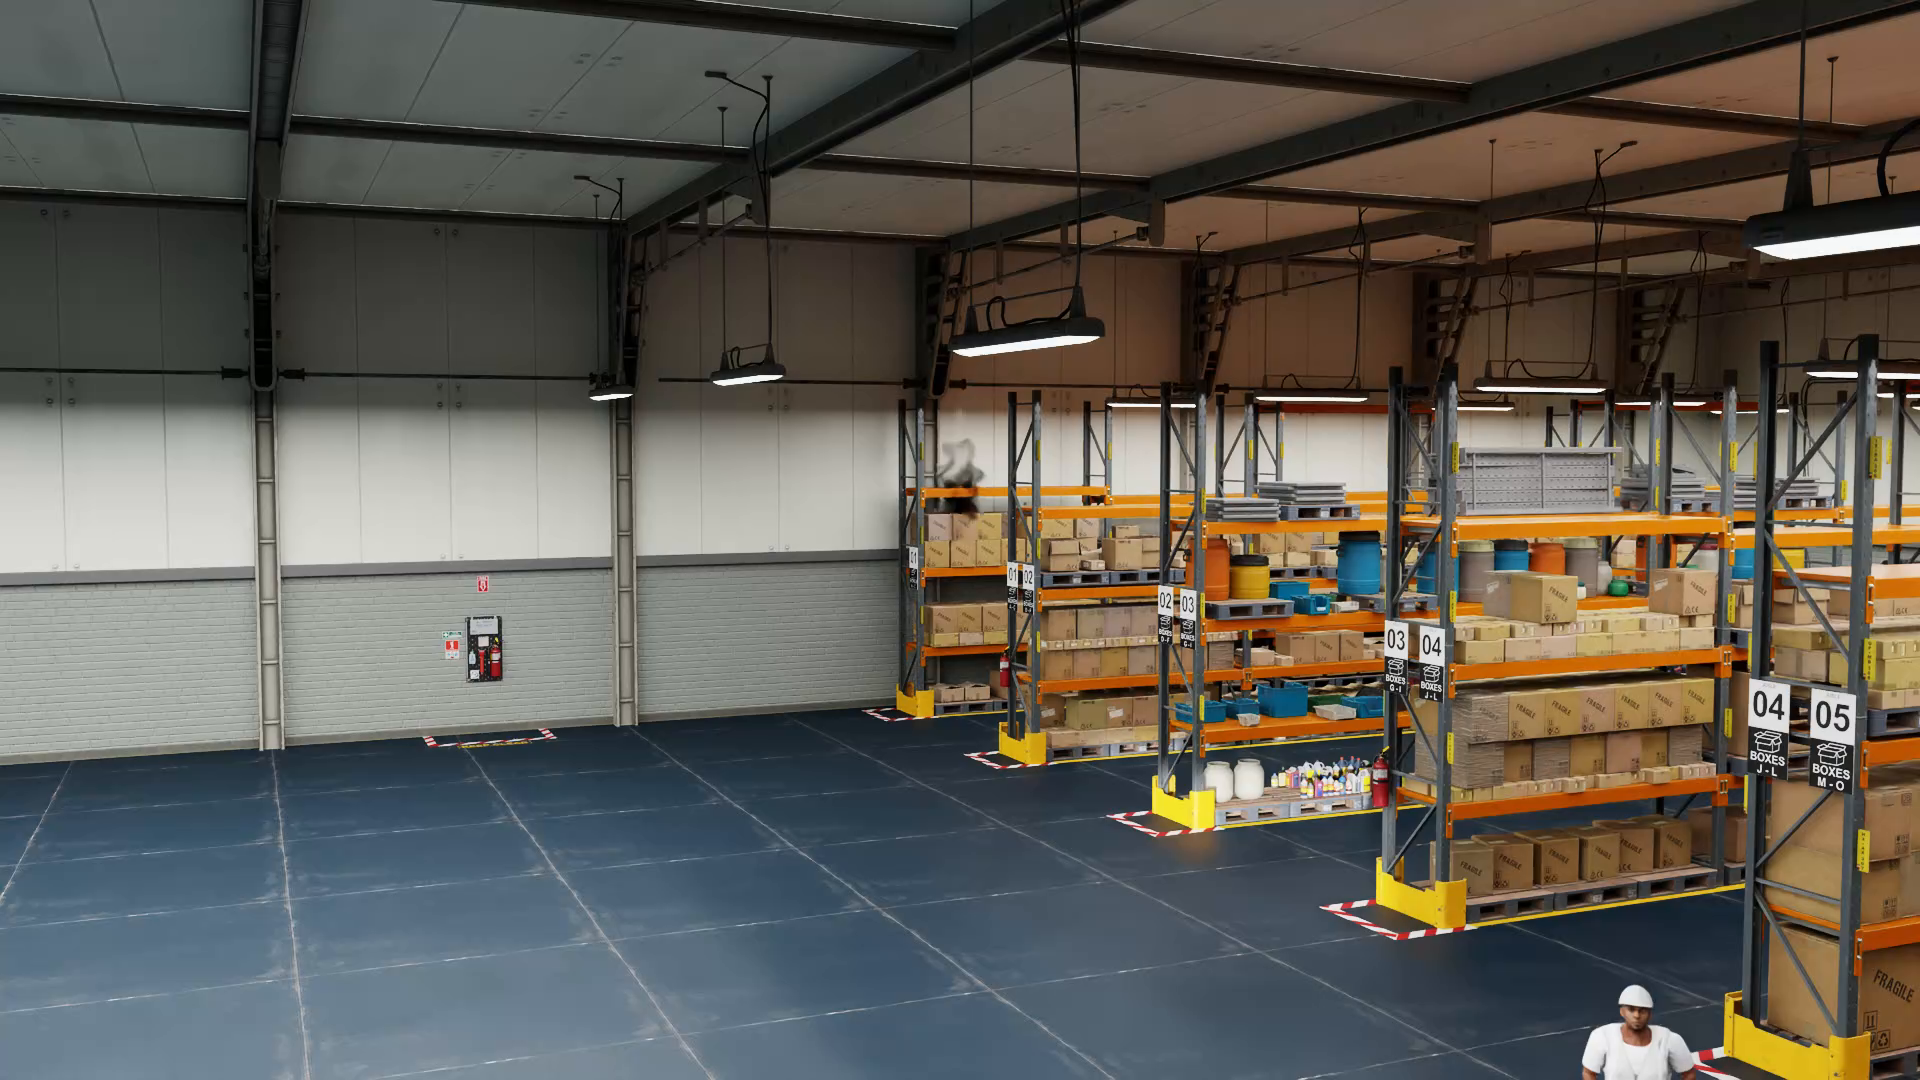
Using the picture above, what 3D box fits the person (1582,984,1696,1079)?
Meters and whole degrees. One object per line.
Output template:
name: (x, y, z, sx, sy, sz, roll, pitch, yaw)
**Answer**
person: (4.284, 3.677, 10.520, 0.674, 1.721, 0.569, 1, 4, 23)
